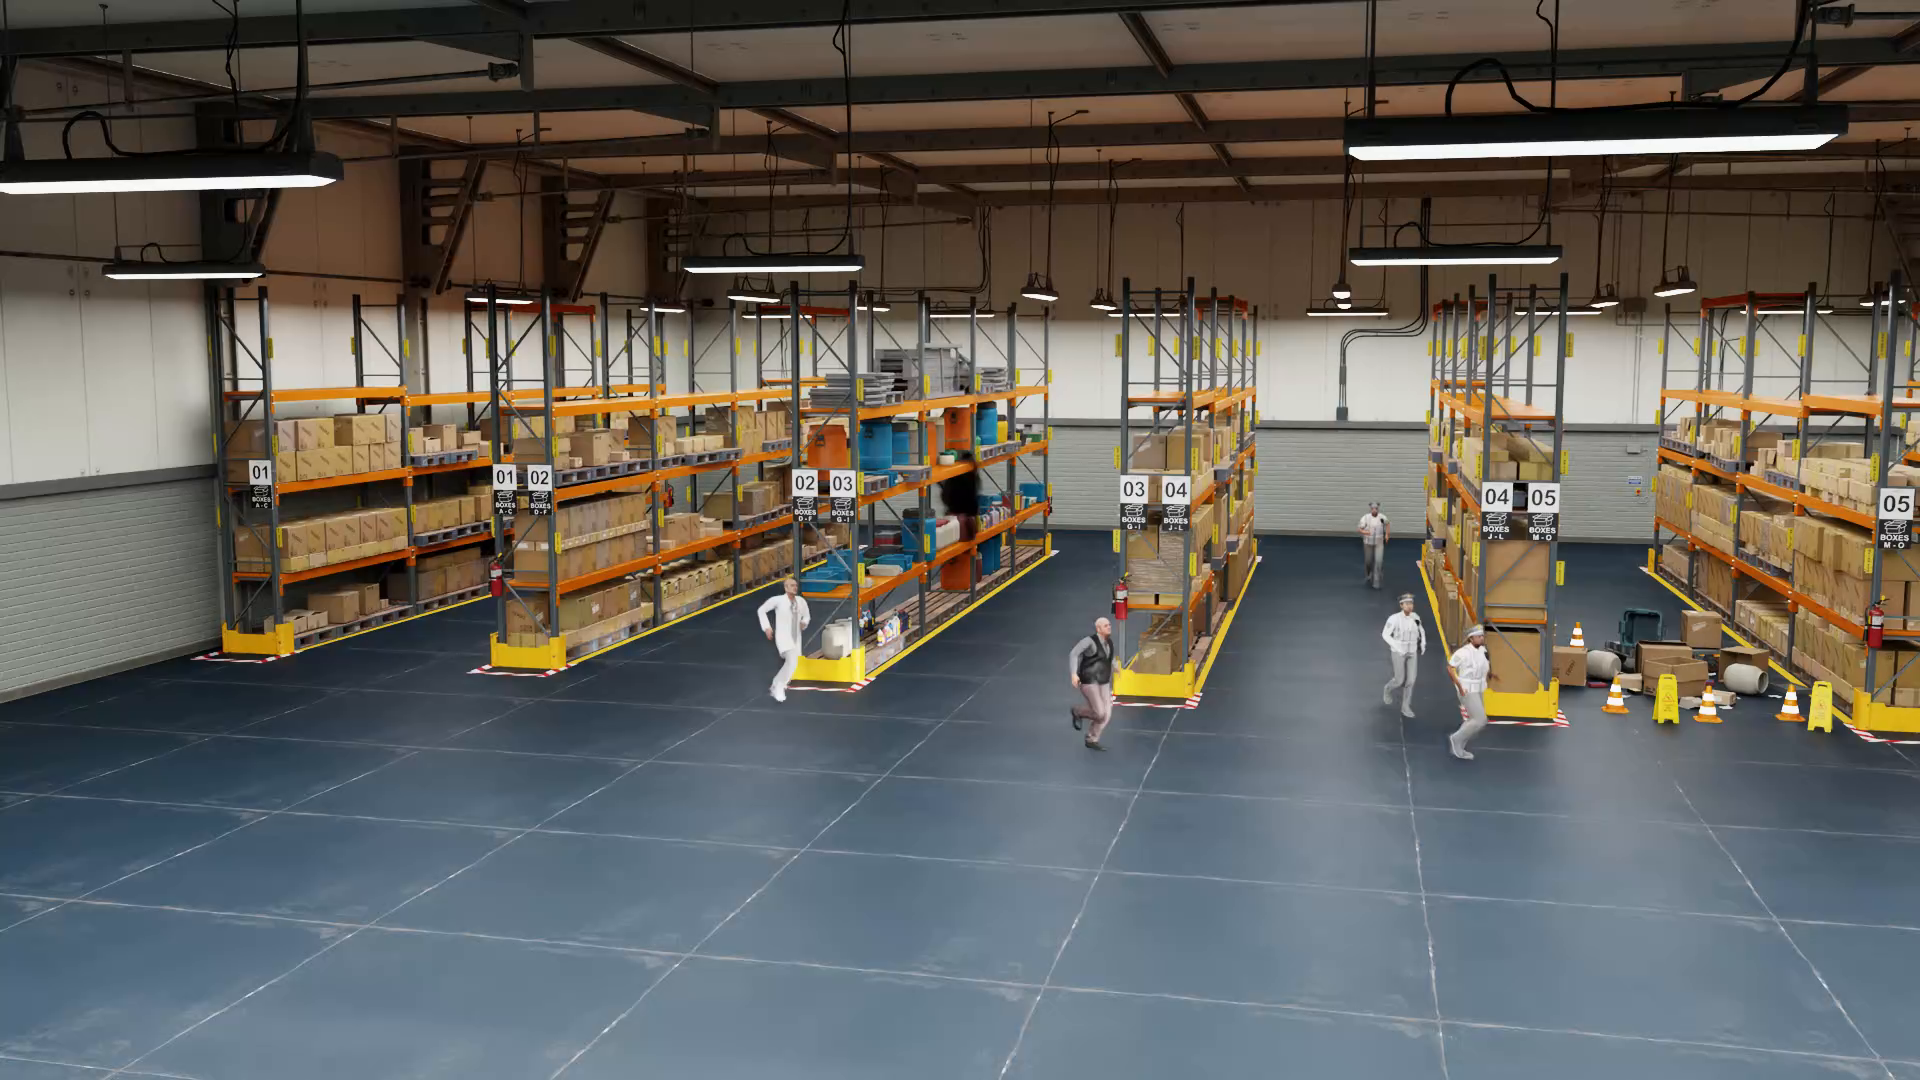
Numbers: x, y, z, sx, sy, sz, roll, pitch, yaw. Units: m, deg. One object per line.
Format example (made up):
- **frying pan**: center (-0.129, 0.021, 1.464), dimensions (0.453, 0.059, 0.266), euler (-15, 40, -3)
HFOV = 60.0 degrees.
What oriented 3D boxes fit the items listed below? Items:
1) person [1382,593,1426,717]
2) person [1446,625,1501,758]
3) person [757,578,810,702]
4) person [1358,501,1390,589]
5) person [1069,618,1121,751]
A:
- **person**: center (6.117, 1.555, 22.921), dimensions (0.649, 1.674, 0.679), euler (-1, 7, -11)
- **person**: center (6.291, 1.848, 20.265), dimensions (0.559, 1.667, 0.584), euler (-5, 8, -39)
- **person**: center (-2.439, 1.422, 23.725), dimensions (0.637, 1.741, 0.705), euler (6, 9, 43)
- **person**: center (8.747, 0.082, 35.168), dimensions (0.679, 1.820, 0.945), euler (1, 7, 10)
- **person**: center (1.698, 1.802, 20.857), dimensions (0.693, 1.678, 0.681), euler (-6, 9, -42)
